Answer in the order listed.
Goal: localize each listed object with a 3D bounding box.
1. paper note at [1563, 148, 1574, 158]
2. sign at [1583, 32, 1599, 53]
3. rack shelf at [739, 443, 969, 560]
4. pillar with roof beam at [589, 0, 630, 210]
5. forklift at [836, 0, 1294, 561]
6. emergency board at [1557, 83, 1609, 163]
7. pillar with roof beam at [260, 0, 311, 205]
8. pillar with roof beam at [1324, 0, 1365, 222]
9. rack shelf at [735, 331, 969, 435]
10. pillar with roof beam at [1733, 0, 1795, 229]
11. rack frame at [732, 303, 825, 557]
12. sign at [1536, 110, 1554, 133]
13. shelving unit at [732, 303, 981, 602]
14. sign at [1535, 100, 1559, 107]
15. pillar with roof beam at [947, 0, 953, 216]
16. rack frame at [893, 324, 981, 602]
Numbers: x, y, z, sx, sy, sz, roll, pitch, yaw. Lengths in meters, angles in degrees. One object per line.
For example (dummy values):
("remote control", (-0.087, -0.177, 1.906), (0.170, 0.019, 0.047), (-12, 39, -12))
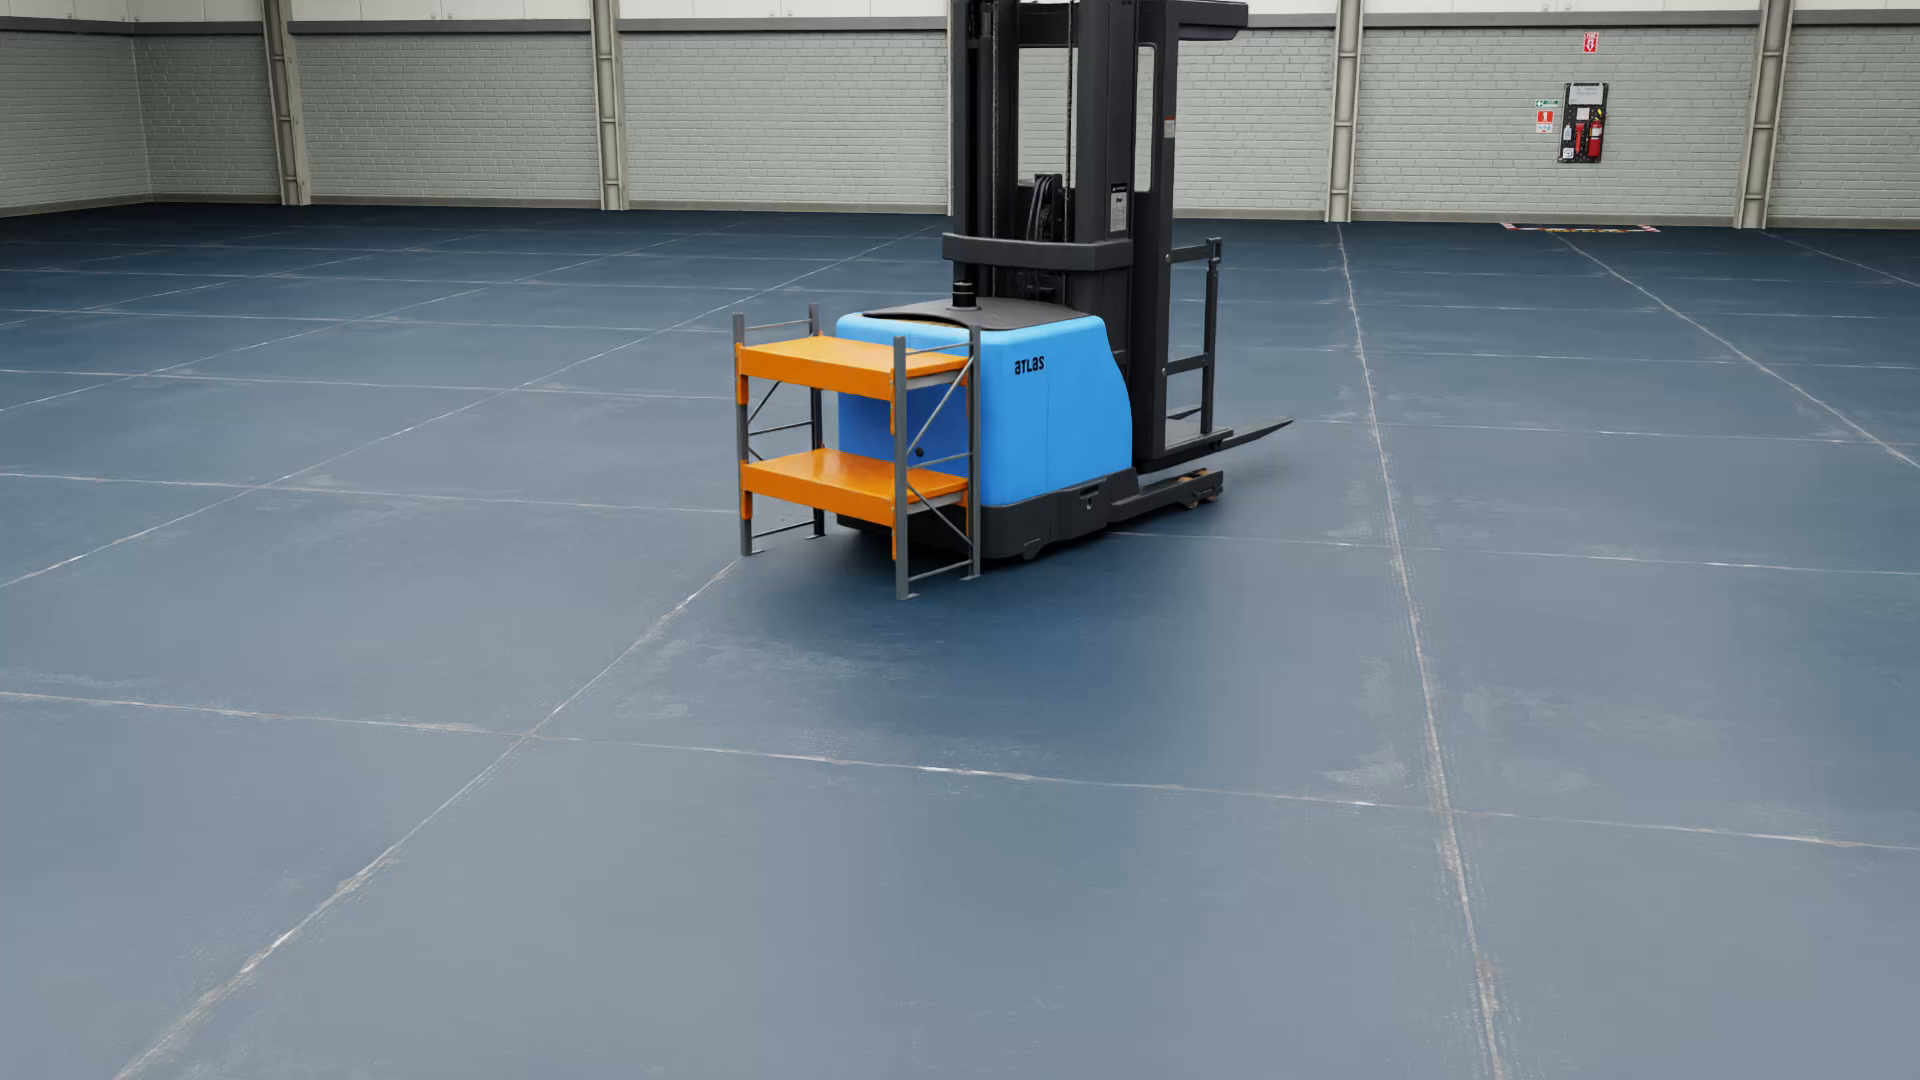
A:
("paper note", (9.206, -5.855, 25.161), (0.142, 0.148, 0.016), (3, 16, 11))
("sign", (9.378, -7.396, 24.731), (0.199, 0.298, 0.001), (3, 16, 11))
("rack shelf", (-0.465, -0.189, 7.484), (1.000, 0.278, 0.538), (14, 21, 41))
("pillar with roof beam", (-6.717, -8.833, 23.024), (0.400, 9.000, 9.100), (3, 16, 11))
("forklift", (0.730, -1.649, 8.453), (1.130, 2.935, 3.031), (12, 20, 38))
("emergency board", (9.366, -6.252, 24.944), (0.643, 1.169, 0.194), (3, 16, 11))
("pillar with roof beam", (-12.597, -9.153, 24.176), (0.400, 9.000, 9.100), (3, 16, 11))
("pillar with roof beam", (5.042, -8.195, 20.720), (0.400, 9.000, 9.100), (3, 16, 11))
("rack shelf", (-0.465, -0.707, 7.340), (1.000, 0.278, 0.538), (14, 21, 41))
("pillar with roof beam", (10.922, -7.876, 19.567), (0.400, 9.000, 9.100), (3, 16, 11))
("rack frame", (-0.838, -0.517, 7.751), (0.032, 1.125, 0.500), (14, 21, 41))
("sign", (8.845, -6.326, 25.143), (0.234, 0.329, 0.001), (3, 16, 11))
("shelving unit", (-0.465, -0.425, 7.419), (1.048, 1.125, 0.538), (14, 21, 41))
("sign", (8.847, -6.579, 25.063), (0.331, 0.109, 0.001), (3, 16, 11))
("pillar with roof beam", (-0.837, -8.514, 21.872), (0.400, 9.000, 9.100), (3, 16, 11))
("rack frame", (-0.092, -0.333, 7.086), (0.032, 1.125, 0.500), (14, 21, 41))
